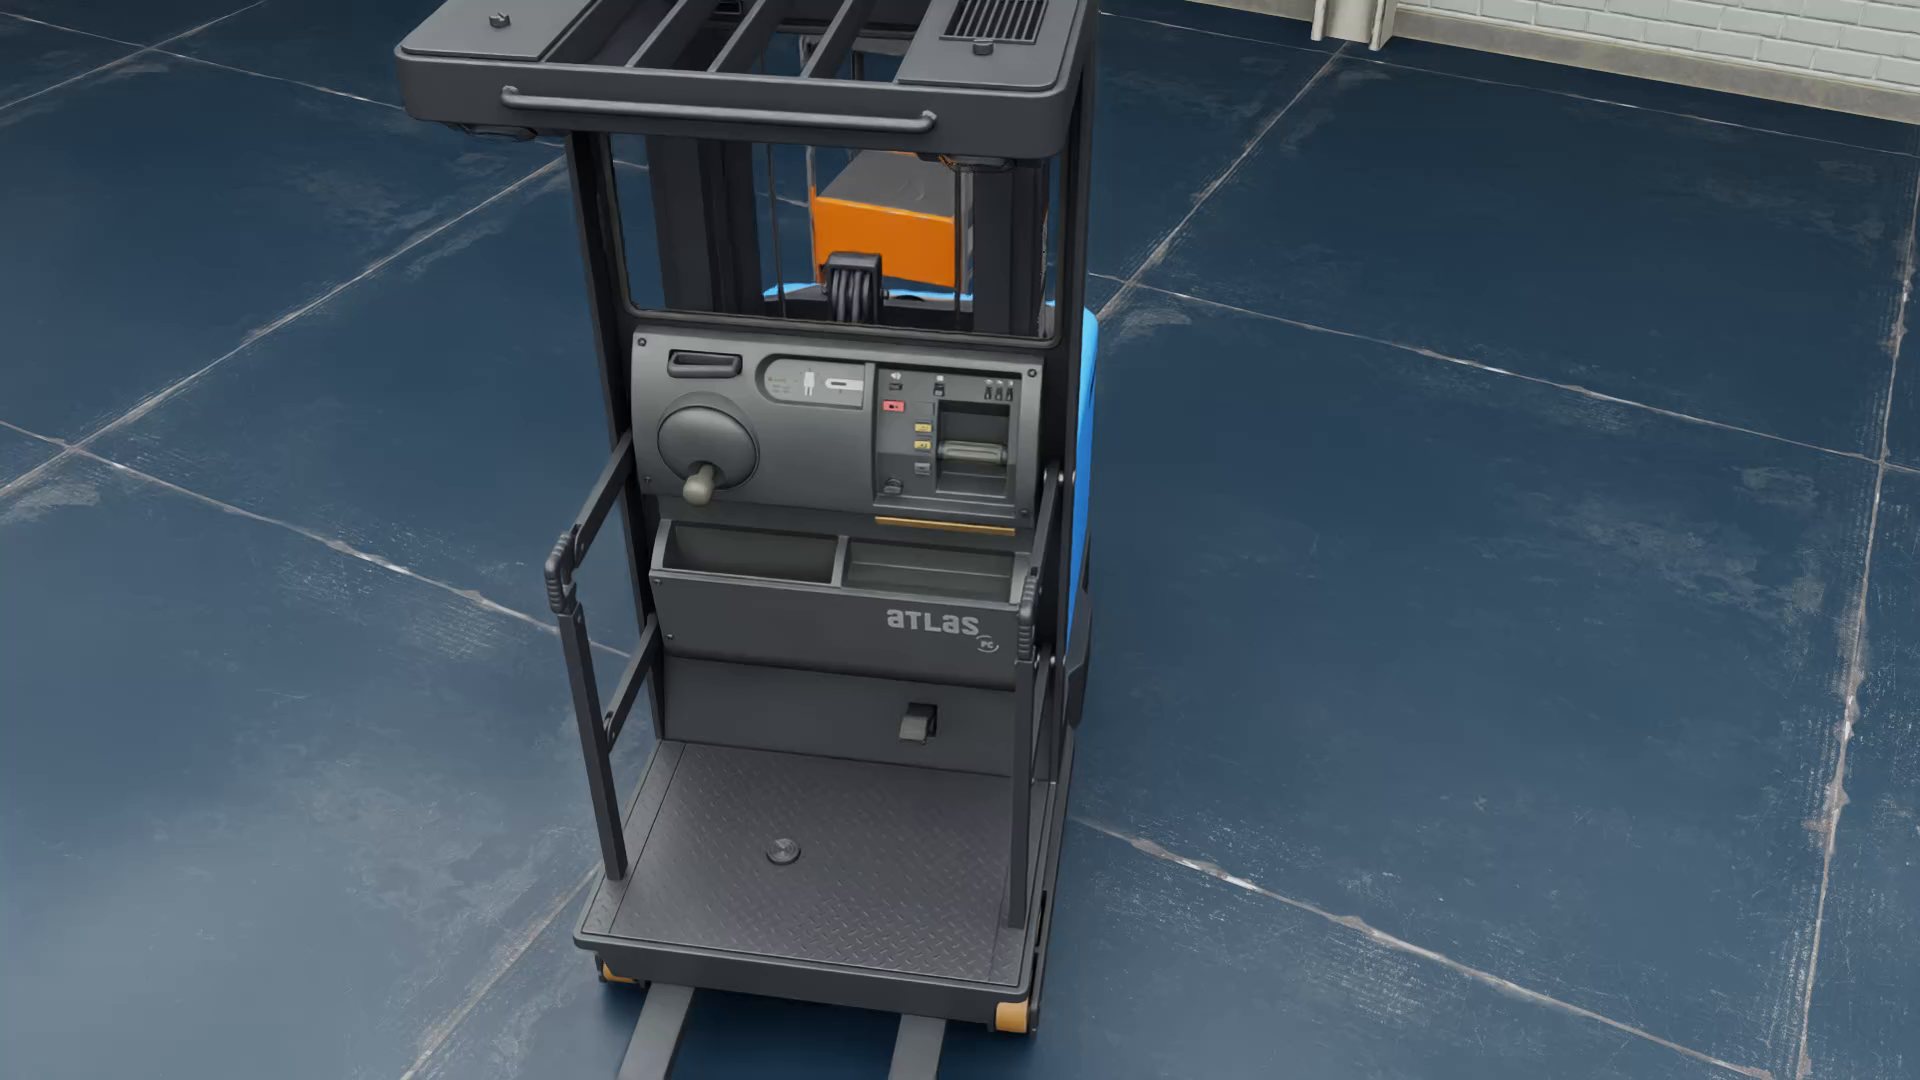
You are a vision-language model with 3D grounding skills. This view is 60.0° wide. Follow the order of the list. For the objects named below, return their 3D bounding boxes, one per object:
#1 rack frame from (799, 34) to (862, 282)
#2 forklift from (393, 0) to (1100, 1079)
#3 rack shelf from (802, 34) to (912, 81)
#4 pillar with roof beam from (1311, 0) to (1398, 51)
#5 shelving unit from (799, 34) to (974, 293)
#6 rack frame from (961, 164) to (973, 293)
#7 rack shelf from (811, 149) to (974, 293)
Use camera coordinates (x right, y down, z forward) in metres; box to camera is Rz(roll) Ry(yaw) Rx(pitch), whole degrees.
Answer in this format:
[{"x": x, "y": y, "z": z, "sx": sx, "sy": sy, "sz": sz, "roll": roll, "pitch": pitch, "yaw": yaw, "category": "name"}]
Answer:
[{"x": -0.384, "y": -0.985, "z": 5.311, "sx": 0.015, "sy": 2.100, "sz": 0.400, "roll": 12, "pitch": 39, "yaw": 16, "category": "rack frame"}, {"x": -0.312, "y": -0.179, "z": 3.562, "sx": 1.130, "sy": 2.935, "sz": 3.031, "roll": 5, "pitch": 38, "yaw": 7, "category": "forklift"}, {"x": -0.154, "y": -1.482, "z": 4.830, "sx": 0.480, "sy": 0.518, "sz": 0.431, "roll": 12, "pitch": 39, "yaw": 16, "category": "rack shelf"}, {"x": 0.275, "y": -4.172, "z": 3.803, "sx": 0.400, "sy": 9.000, "sz": 9.100, "roll": 17, "pitch": 41, "yaw": 21, "category": "pillar with roof beam"}, {"x": -0.154, "y": -0.935, "z": 5.245, "sx": 0.503, "sy": 2.100, "sz": 0.431, "roll": 12, "pitch": 39, "yaw": 16, "category": "shelving unit"}, {"x": 0.076, "y": -0.885, "z": 5.180, "sx": 0.015, "sy": 2.100, "sz": 0.400, "roll": 12, "pitch": 39, "yaw": 16, "category": "rack frame"}, {"x": -0.154, "y": -0.924, "z": 5.253, "sx": 0.480, "sy": 0.518, "sz": 0.431, "roll": 12, "pitch": 39, "yaw": 16, "category": "rack shelf"}]
